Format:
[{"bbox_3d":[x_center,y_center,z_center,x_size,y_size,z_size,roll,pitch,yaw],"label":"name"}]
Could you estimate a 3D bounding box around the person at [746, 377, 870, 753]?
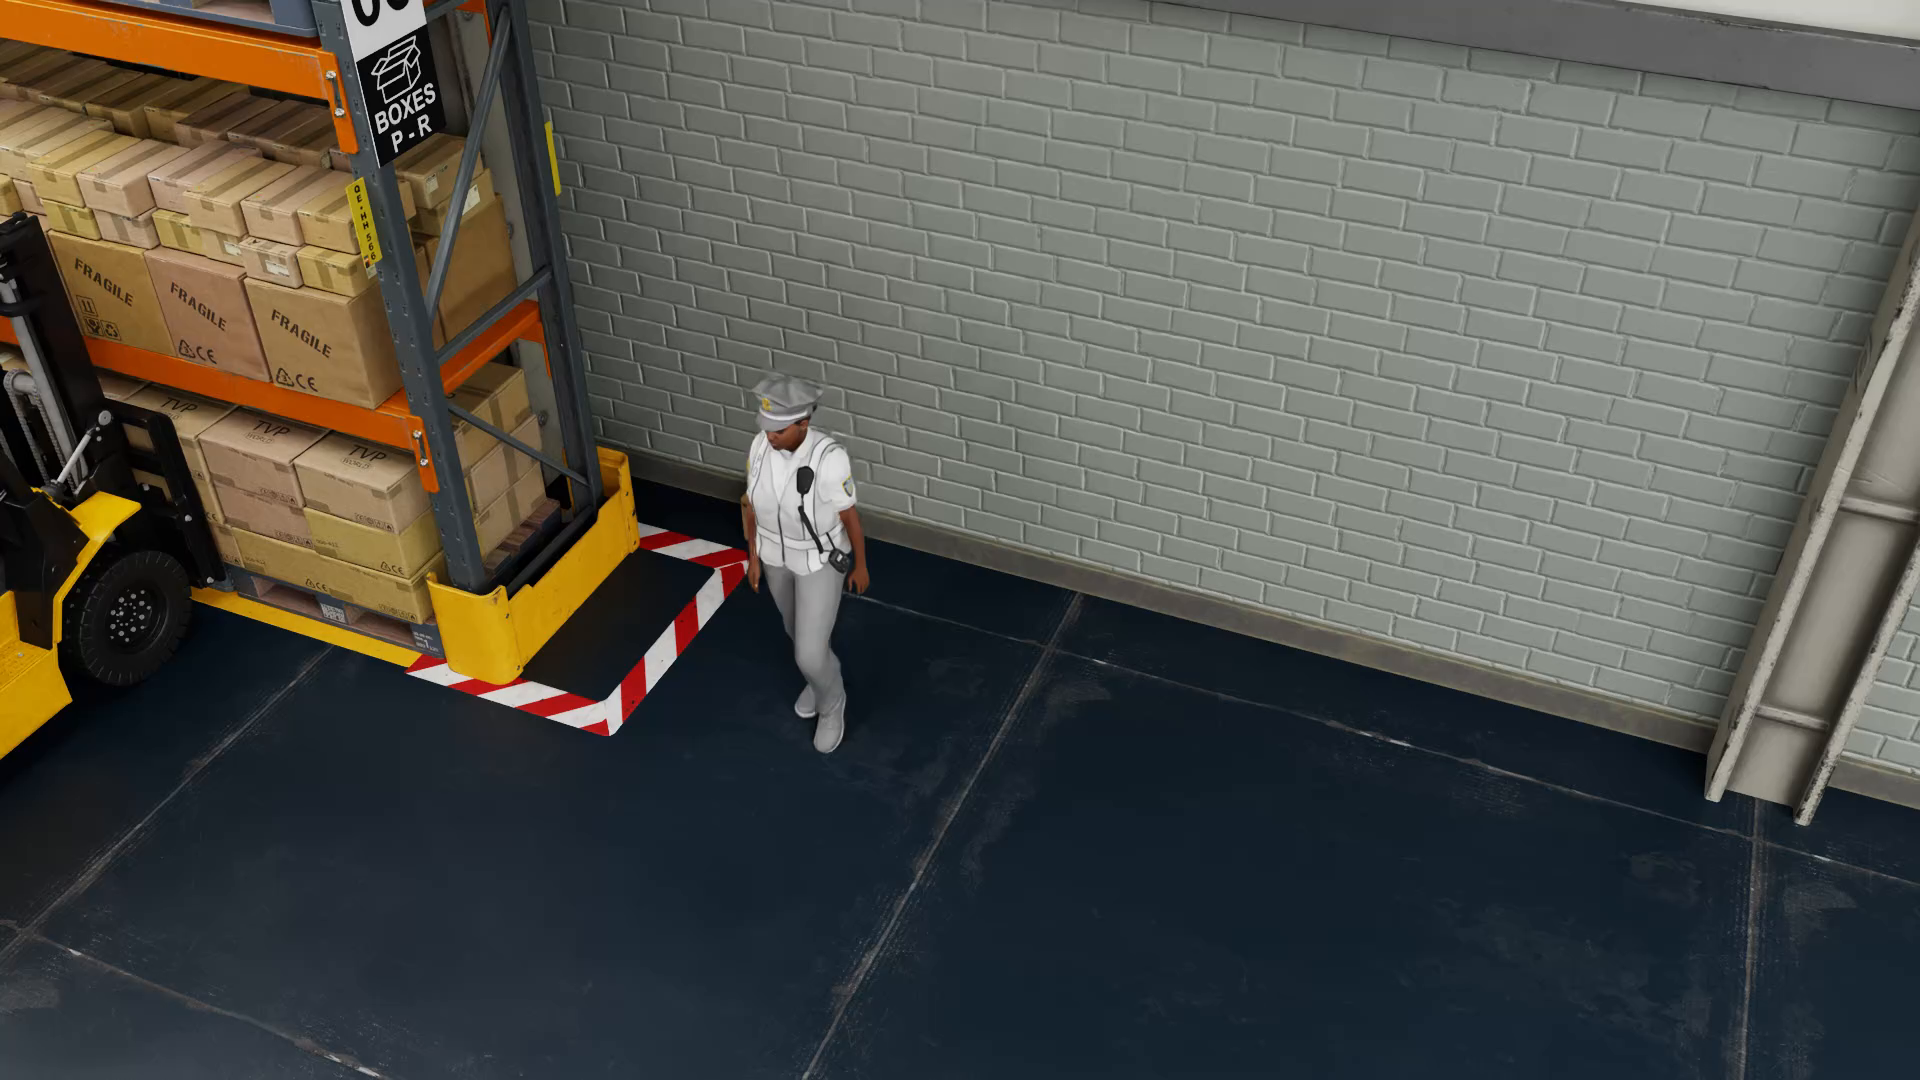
[{"bbox_3d":[-0.637,0.114,6.666,0.481,1.704,0.489,18,41,22],"label":"person"}]
